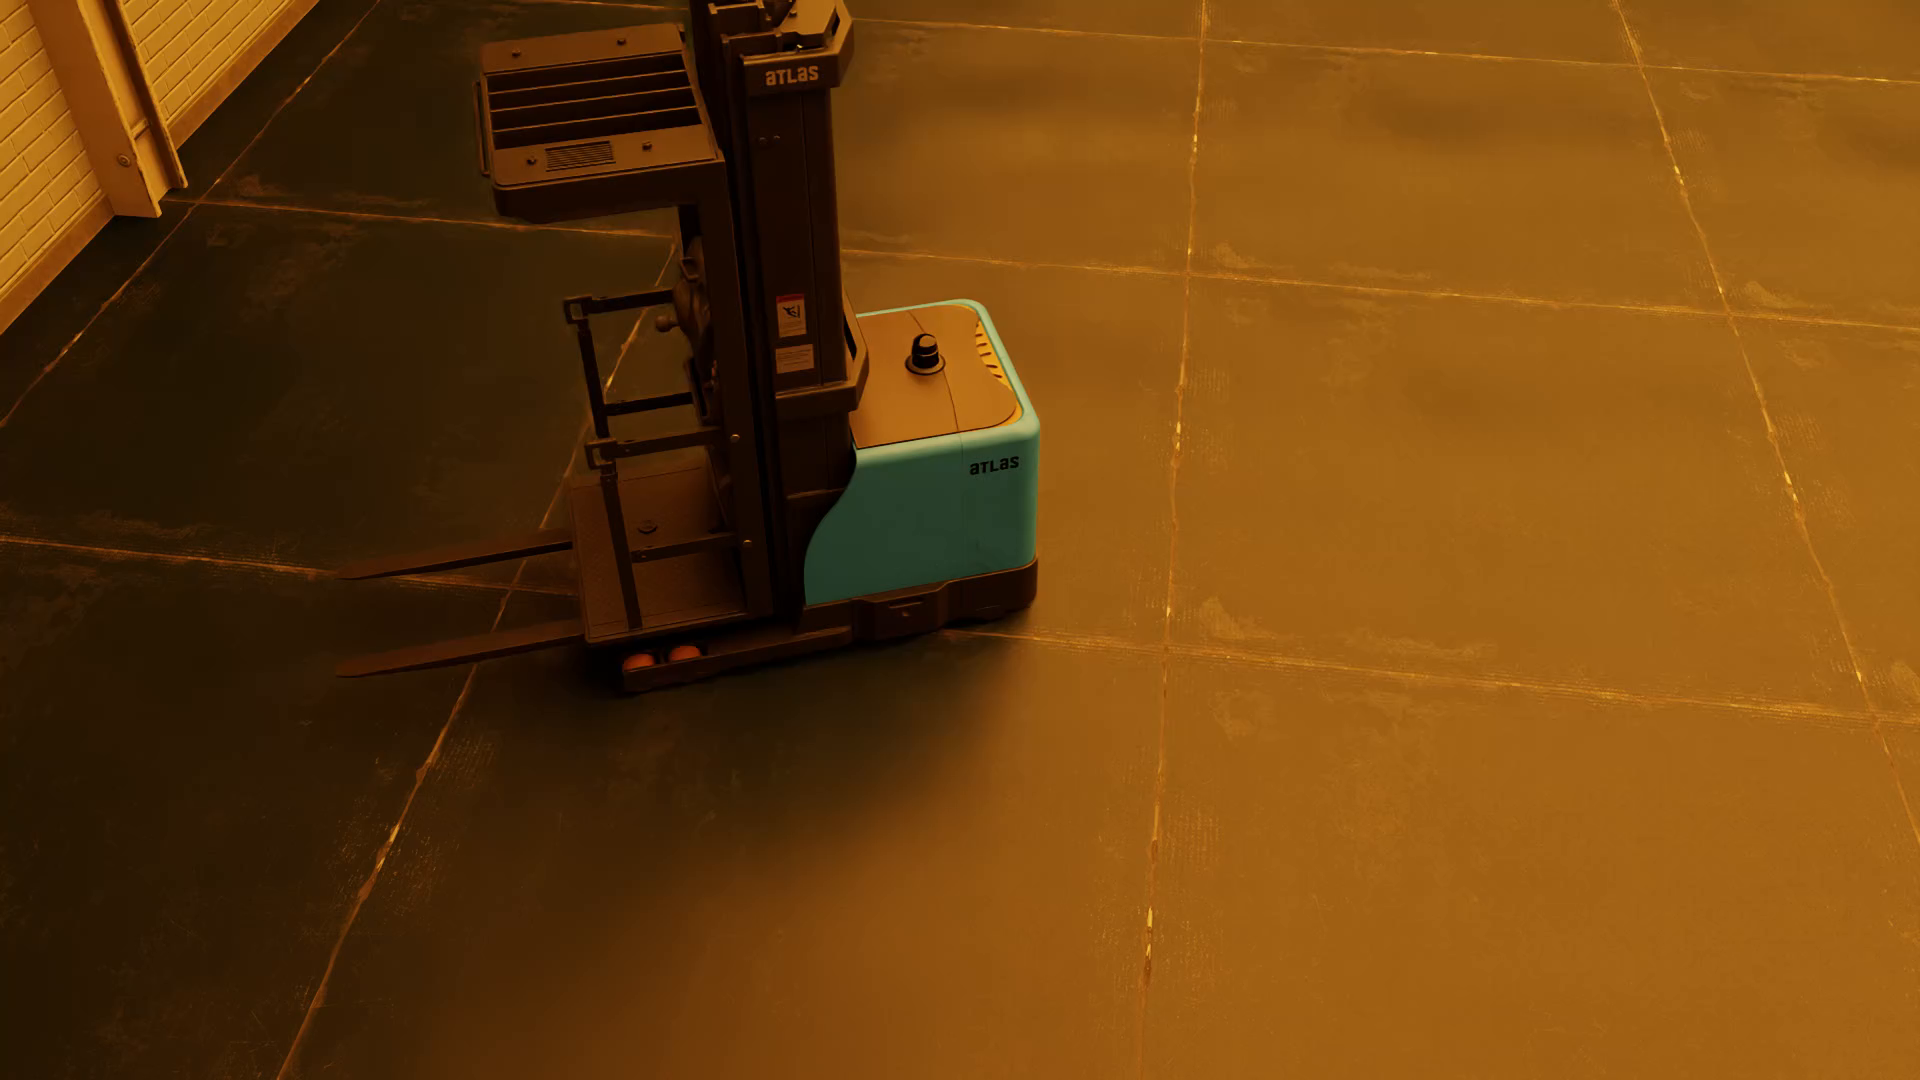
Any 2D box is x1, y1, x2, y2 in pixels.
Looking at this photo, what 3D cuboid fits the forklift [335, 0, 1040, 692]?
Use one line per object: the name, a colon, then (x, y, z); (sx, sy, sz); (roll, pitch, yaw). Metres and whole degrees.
forklift: (-1.228, -0.825, 6.622); (3.031, 2.935, 1.130); (-10, 44, -11)
